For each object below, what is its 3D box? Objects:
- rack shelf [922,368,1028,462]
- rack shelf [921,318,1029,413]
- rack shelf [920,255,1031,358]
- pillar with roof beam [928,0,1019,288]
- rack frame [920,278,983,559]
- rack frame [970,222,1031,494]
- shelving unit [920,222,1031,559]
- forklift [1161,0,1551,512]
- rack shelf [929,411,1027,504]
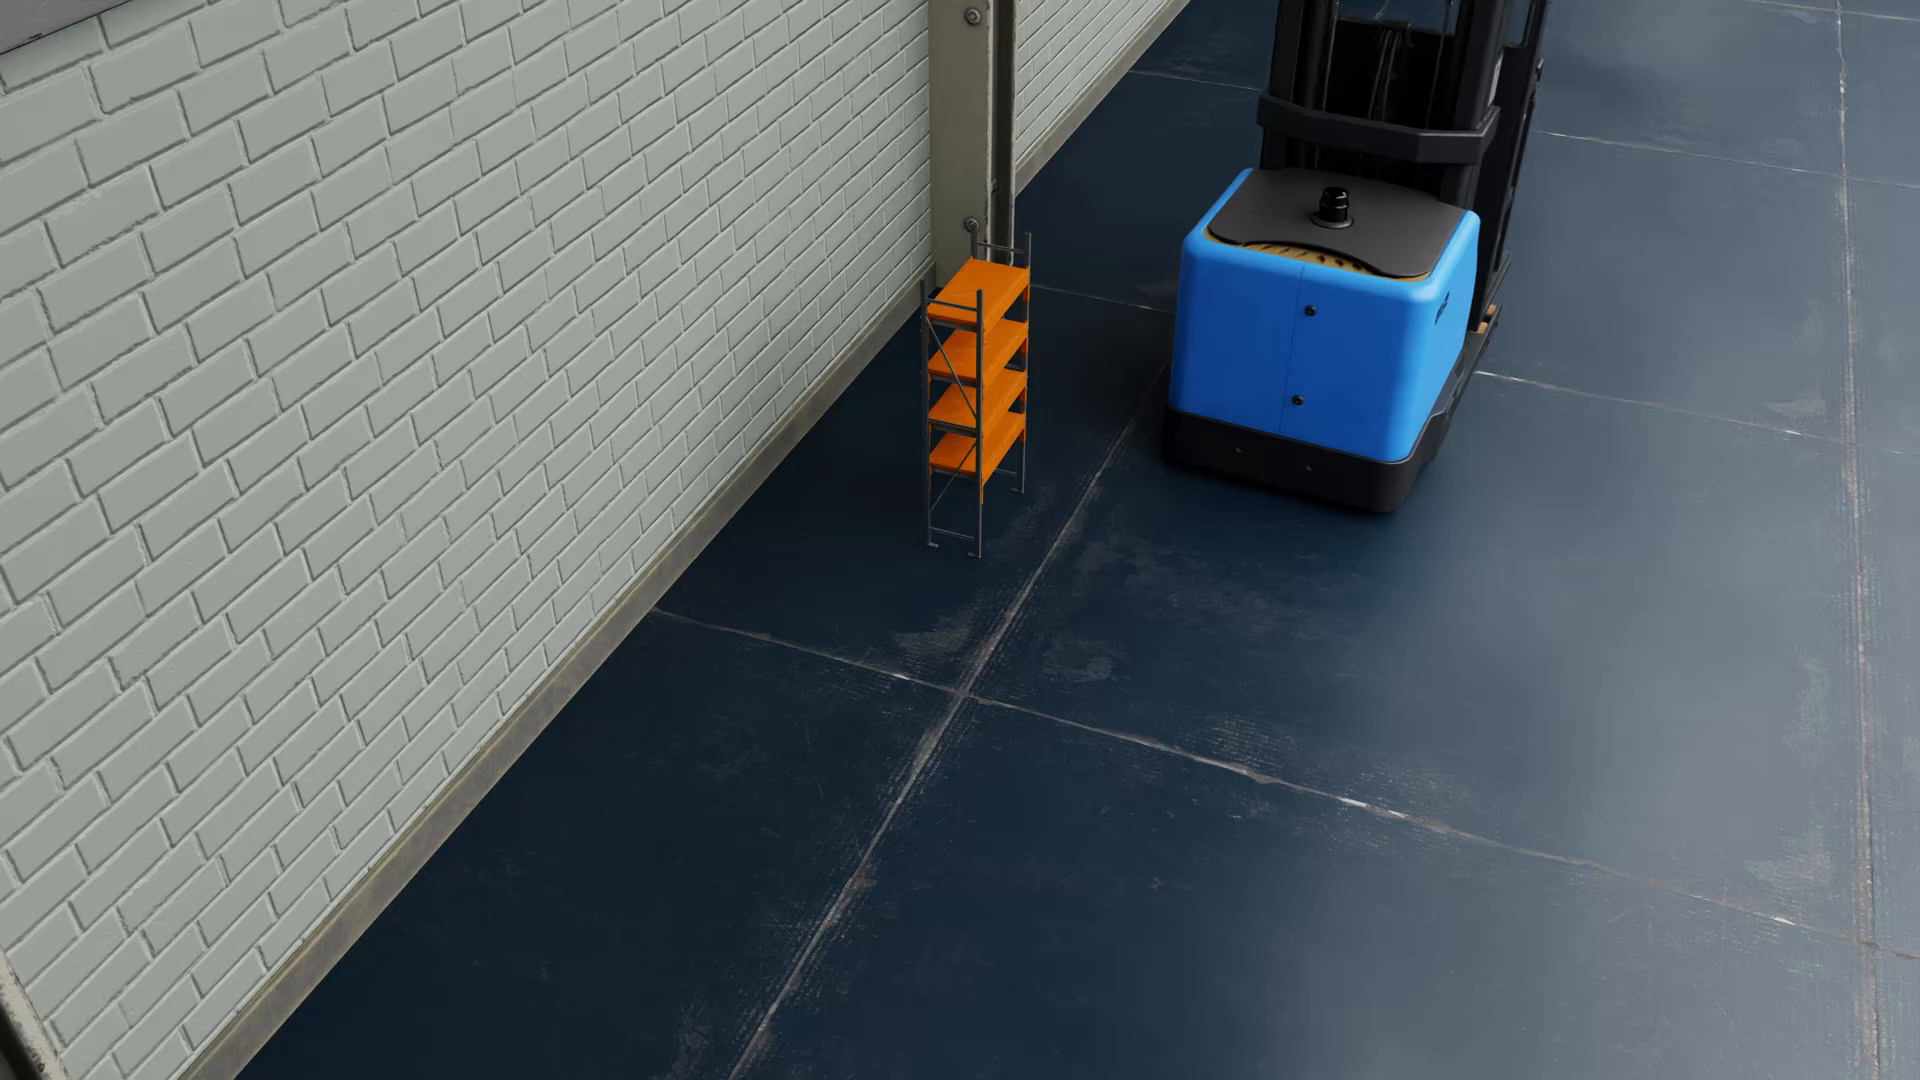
[{"bbox_3d":[0.063,-0.518,6.554,0.258,0.148,0.480,14,39,18],"label":"rack shelf"},{"bbox_3d":[0.063,-0.698,6.420,0.258,0.148,0.480,14,39,18],"label":"rack shelf"},{"bbox_3d":[0.063,-0.887,6.278,0.258,0.148,0.480,14,39,18],"label":"rack shelf"},{"bbox_3d":[4.045,-3.998,4.582,9.100,9.000,0.400,14,39,18],"label":"pillar with roof beam"},{"bbox_3d":[-0.030,-0.437,6.333,0.240,1.200,0.015,14,39,18],"label":"rack frame"},{"bbox_3d":[0.156,-0.707,6.694,0.240,1.200,0.015,14,39,18],"label":"rack frame"},{"bbox_3d":[0.063,-0.572,6.513,0.258,1.200,0.503,14,39,18],"label":"shelving unit"},{"bbox_3d":[1.971,-2.158,7.189,1.130,2.935,3.031,16,40,21],"label":"forklift"},{"bbox_3d":[0.063,-0.359,6.673,0.258,0.148,0.480,14,39,18],"label":"rack shelf"}]
